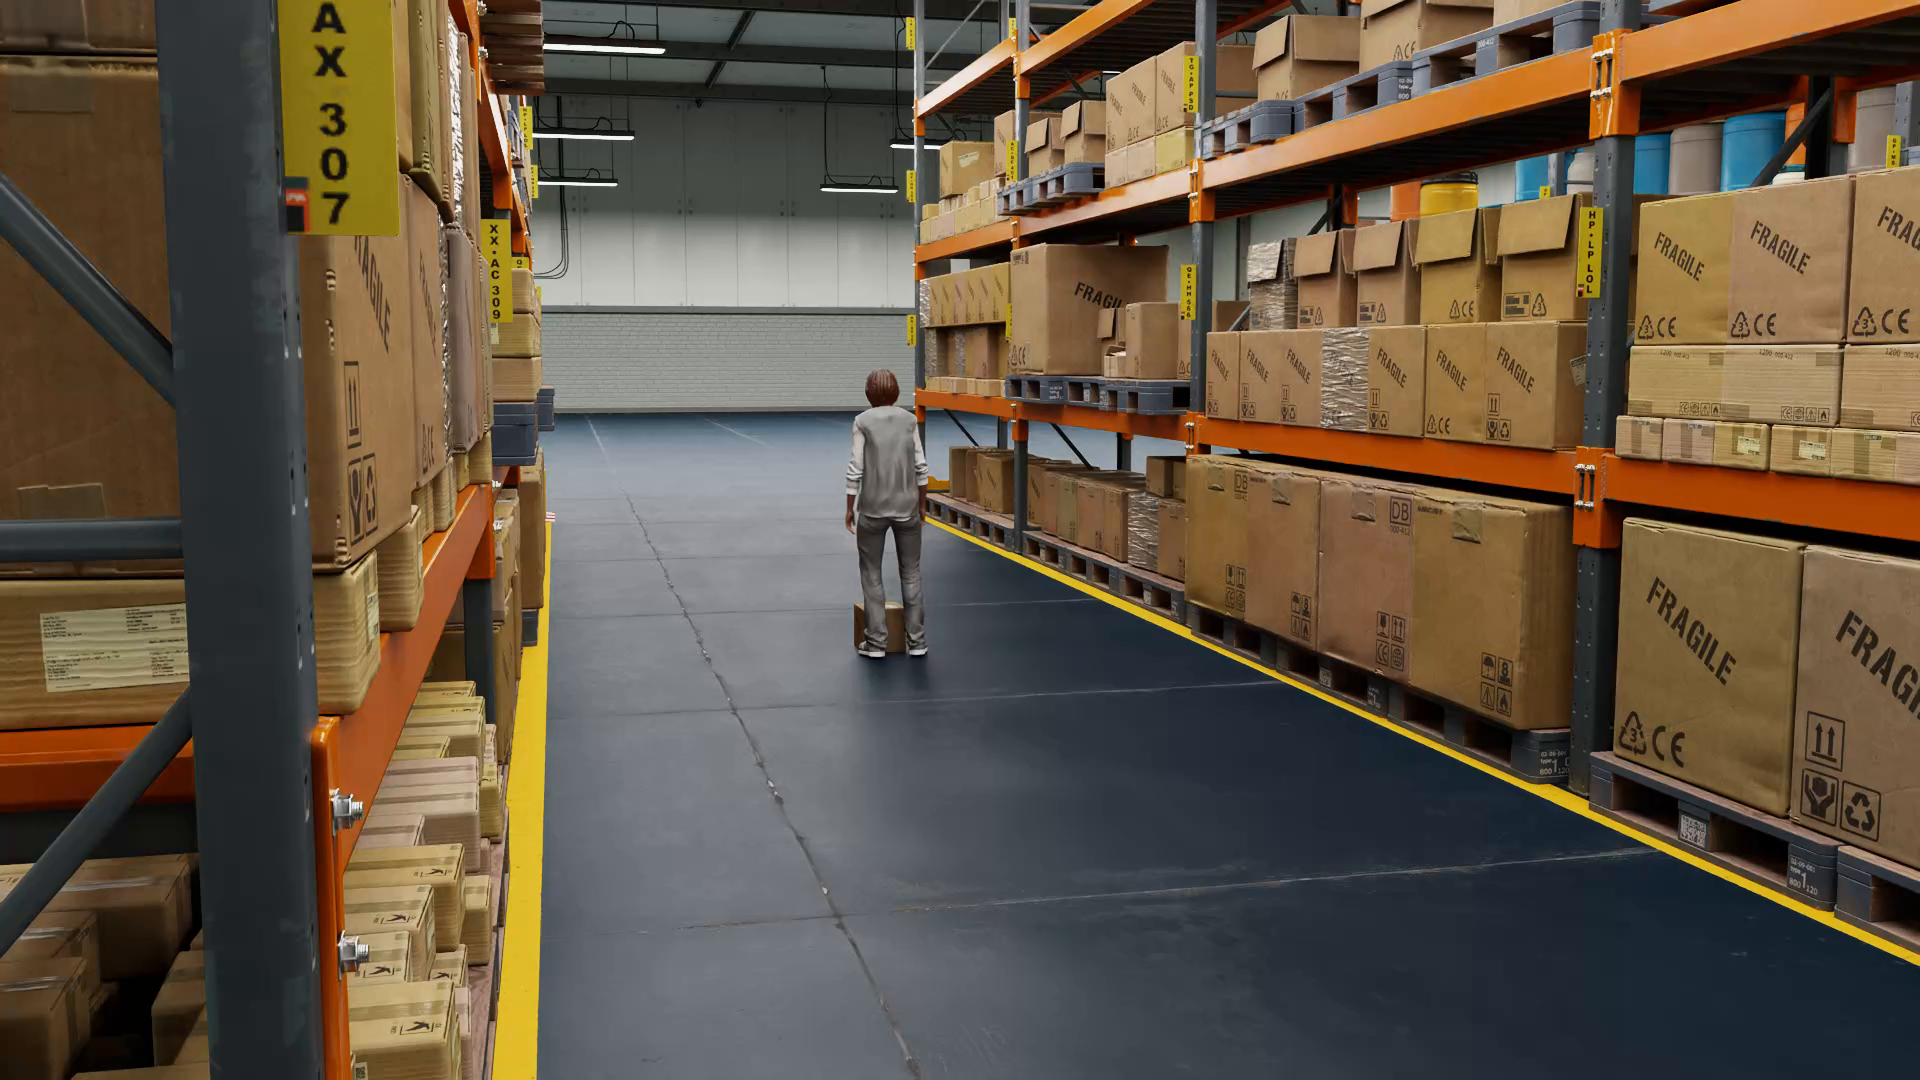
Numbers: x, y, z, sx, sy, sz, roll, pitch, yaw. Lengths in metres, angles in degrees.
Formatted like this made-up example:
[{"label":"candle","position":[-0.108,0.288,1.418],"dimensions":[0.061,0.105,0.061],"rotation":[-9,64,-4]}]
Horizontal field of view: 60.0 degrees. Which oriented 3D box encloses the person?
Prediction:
[{"label":"person","position":[-0.394,-0.139,9.182],"dimensions":[0.477,1.582,0.342],"rotation":[-2,7,-16]}]
